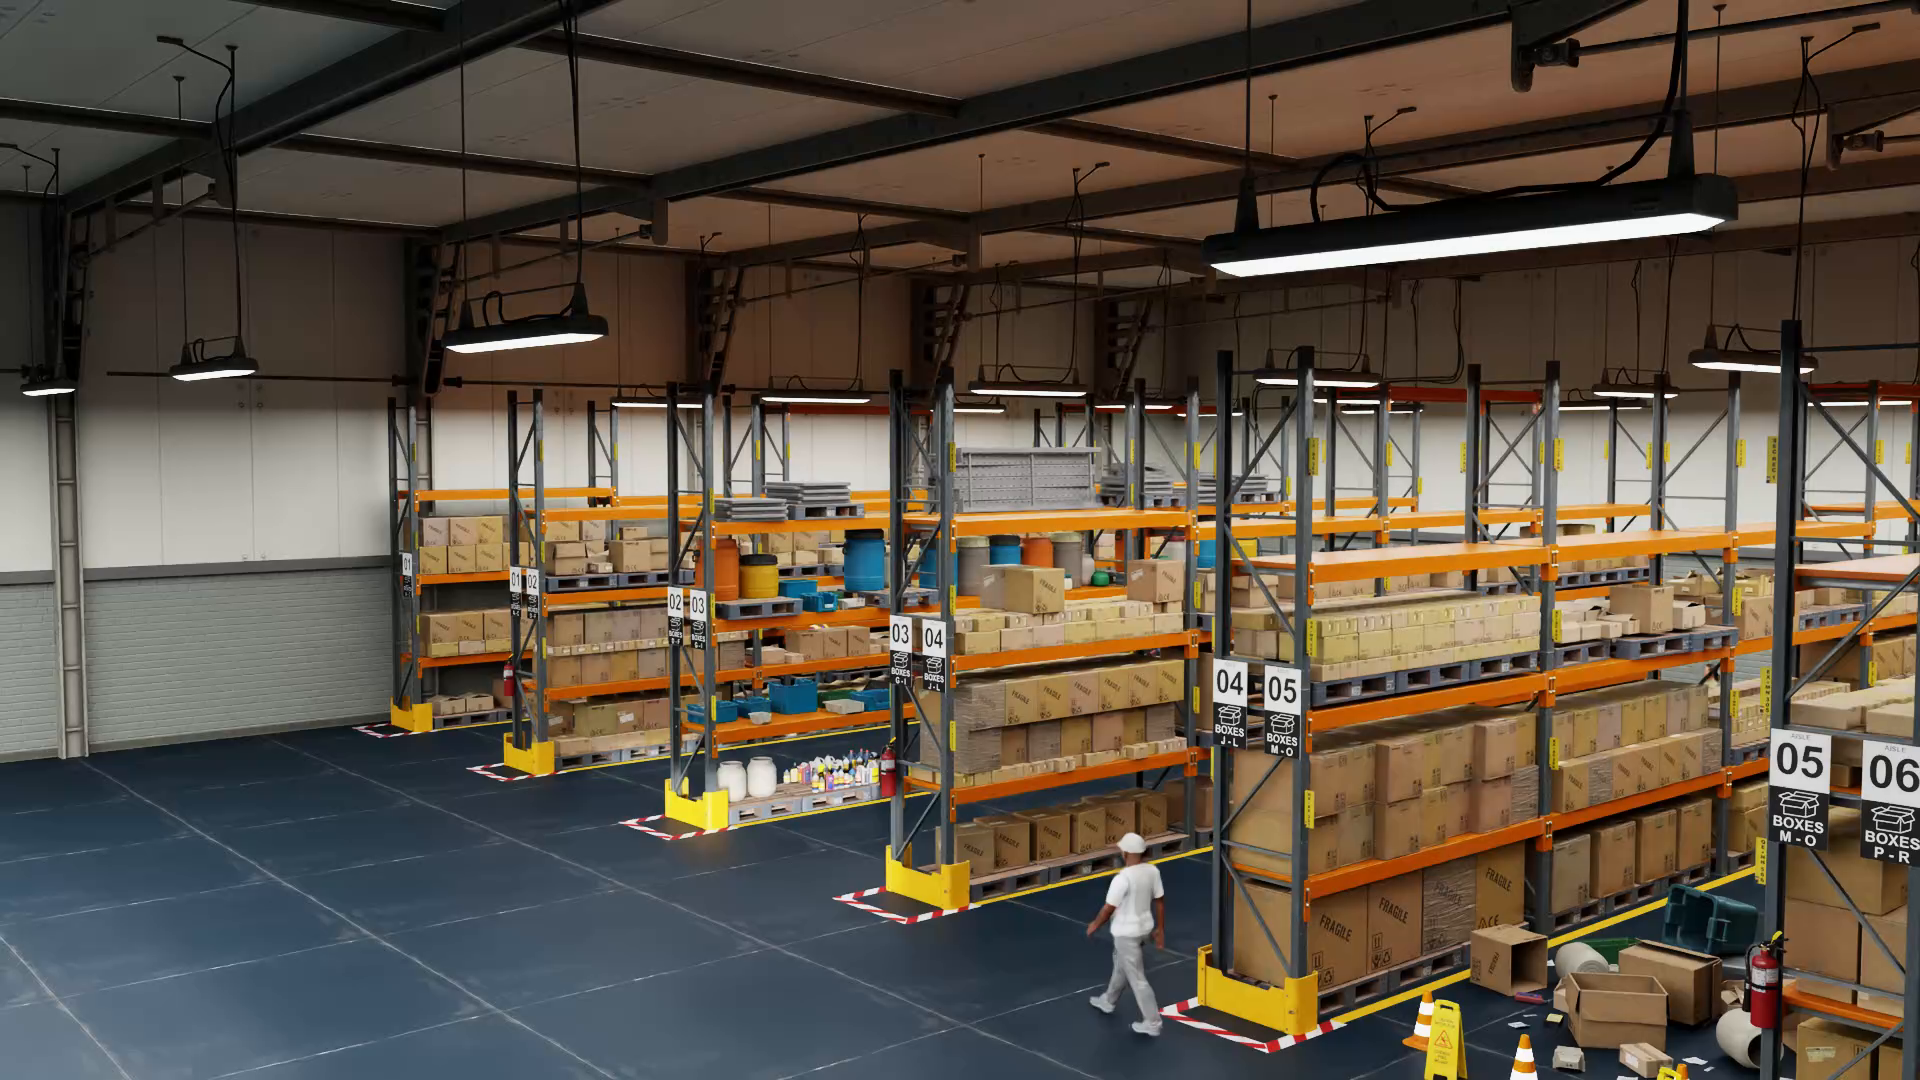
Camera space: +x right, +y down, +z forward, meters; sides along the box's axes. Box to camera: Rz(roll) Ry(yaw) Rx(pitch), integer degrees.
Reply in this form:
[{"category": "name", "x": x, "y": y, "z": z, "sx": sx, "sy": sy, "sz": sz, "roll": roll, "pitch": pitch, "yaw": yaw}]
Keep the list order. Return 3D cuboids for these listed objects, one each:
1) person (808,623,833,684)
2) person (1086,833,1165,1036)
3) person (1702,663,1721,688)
[{"category": "person", "x": -2.784, "y": 2.326, "z": 33.924, "sx": 0.675, "sy": 1.774, "sz": 0.671, "roll": -1, "pitch": 3, "yaw": -18}, {"category": "person", "x": 1.412, "y": 3.420, "z": 14.659, "sx": 0.938, "sy": 1.726, "sz": 0.589, "roll": 3, "pitch": 4, "yaw": 38}, {"category": "person", "x": 11.888, "y": 2.785, "z": 26.472, "sx": 0.493, "sy": 1.670, "sz": 0.437, "roll": 3, "pitch": 4, "yaw": 42}]
